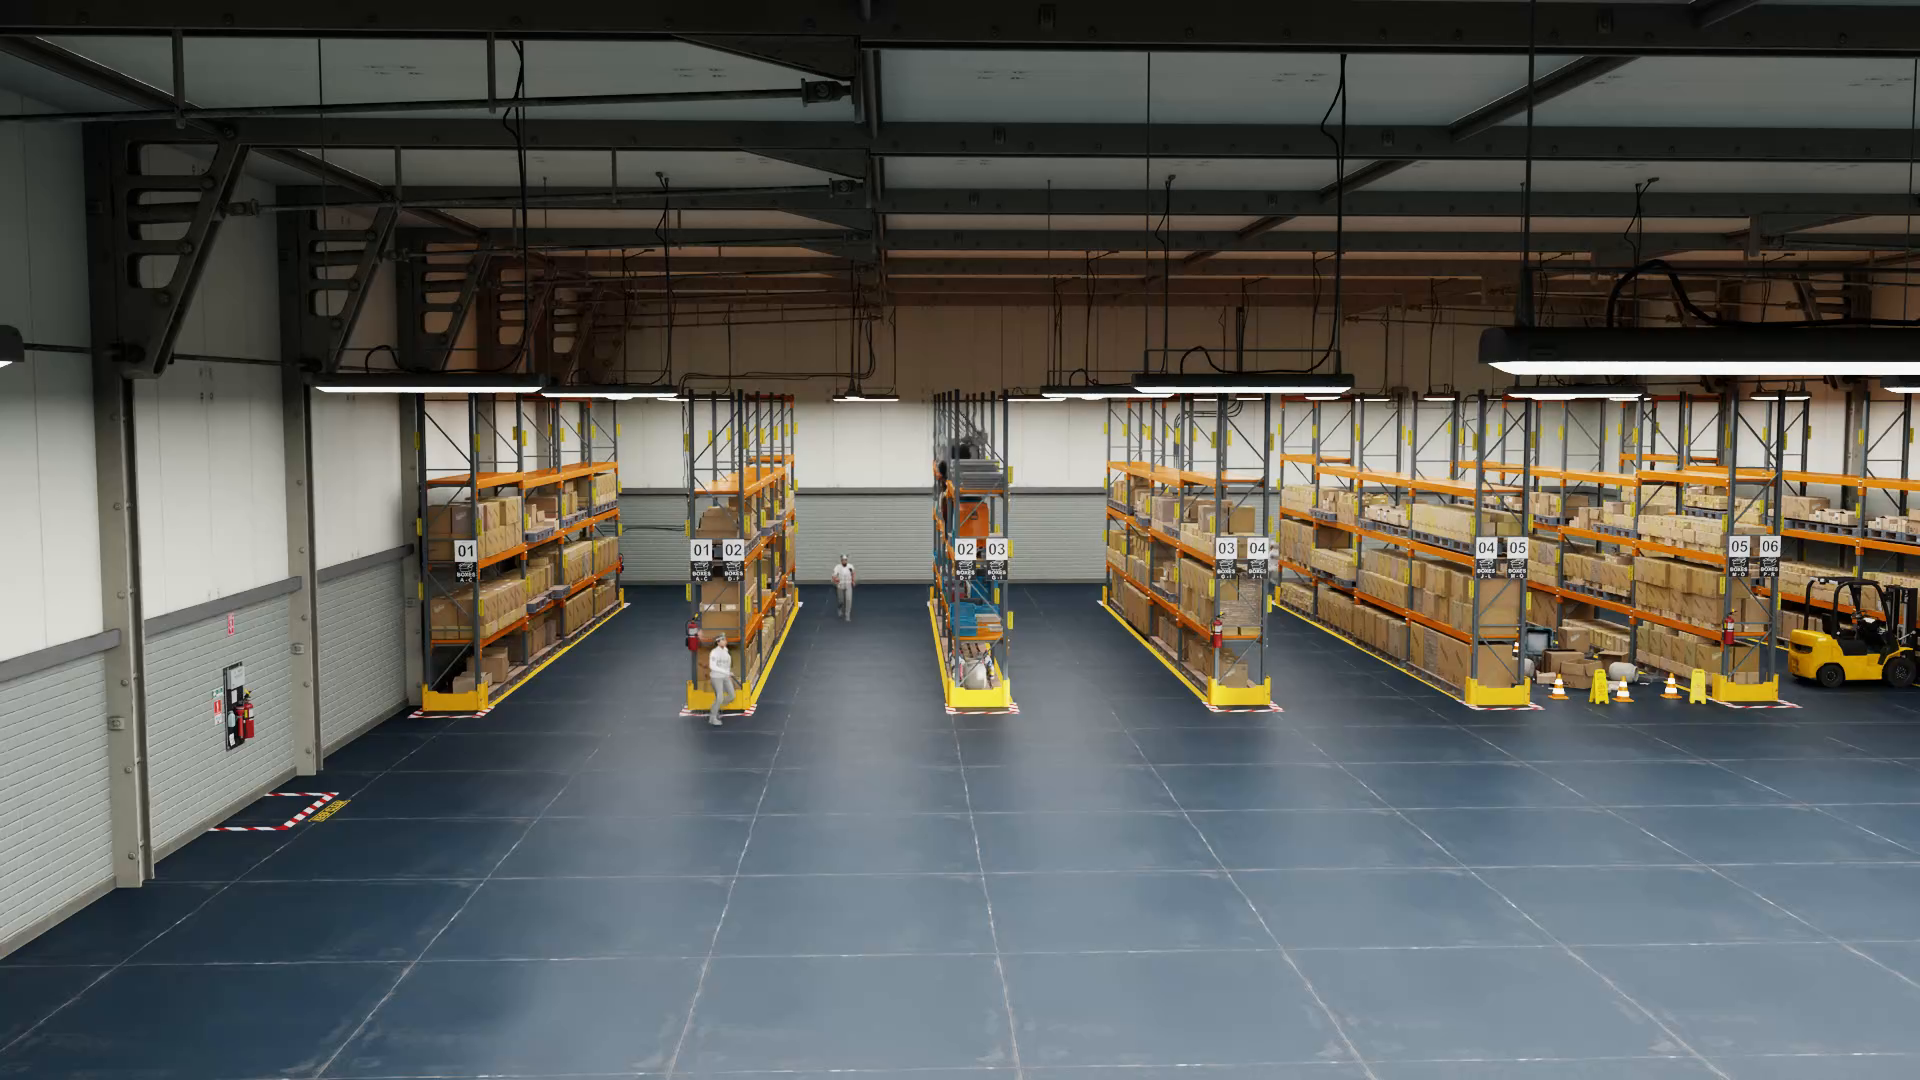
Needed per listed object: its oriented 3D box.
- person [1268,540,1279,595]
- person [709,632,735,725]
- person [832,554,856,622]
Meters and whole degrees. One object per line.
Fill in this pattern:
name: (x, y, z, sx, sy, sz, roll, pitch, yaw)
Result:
person: (9.082, 0.842, 49.012, 0.895, 1.724, 0.828, 0, 5, -4)
person: (-4.225, 2.471, 29.774, 0.563, 1.662, 0.657, 3, 5, 30)
person: (-3.073, 1.245, 44.125, 0.647, 1.768, 0.943, -1, 5, -12)
